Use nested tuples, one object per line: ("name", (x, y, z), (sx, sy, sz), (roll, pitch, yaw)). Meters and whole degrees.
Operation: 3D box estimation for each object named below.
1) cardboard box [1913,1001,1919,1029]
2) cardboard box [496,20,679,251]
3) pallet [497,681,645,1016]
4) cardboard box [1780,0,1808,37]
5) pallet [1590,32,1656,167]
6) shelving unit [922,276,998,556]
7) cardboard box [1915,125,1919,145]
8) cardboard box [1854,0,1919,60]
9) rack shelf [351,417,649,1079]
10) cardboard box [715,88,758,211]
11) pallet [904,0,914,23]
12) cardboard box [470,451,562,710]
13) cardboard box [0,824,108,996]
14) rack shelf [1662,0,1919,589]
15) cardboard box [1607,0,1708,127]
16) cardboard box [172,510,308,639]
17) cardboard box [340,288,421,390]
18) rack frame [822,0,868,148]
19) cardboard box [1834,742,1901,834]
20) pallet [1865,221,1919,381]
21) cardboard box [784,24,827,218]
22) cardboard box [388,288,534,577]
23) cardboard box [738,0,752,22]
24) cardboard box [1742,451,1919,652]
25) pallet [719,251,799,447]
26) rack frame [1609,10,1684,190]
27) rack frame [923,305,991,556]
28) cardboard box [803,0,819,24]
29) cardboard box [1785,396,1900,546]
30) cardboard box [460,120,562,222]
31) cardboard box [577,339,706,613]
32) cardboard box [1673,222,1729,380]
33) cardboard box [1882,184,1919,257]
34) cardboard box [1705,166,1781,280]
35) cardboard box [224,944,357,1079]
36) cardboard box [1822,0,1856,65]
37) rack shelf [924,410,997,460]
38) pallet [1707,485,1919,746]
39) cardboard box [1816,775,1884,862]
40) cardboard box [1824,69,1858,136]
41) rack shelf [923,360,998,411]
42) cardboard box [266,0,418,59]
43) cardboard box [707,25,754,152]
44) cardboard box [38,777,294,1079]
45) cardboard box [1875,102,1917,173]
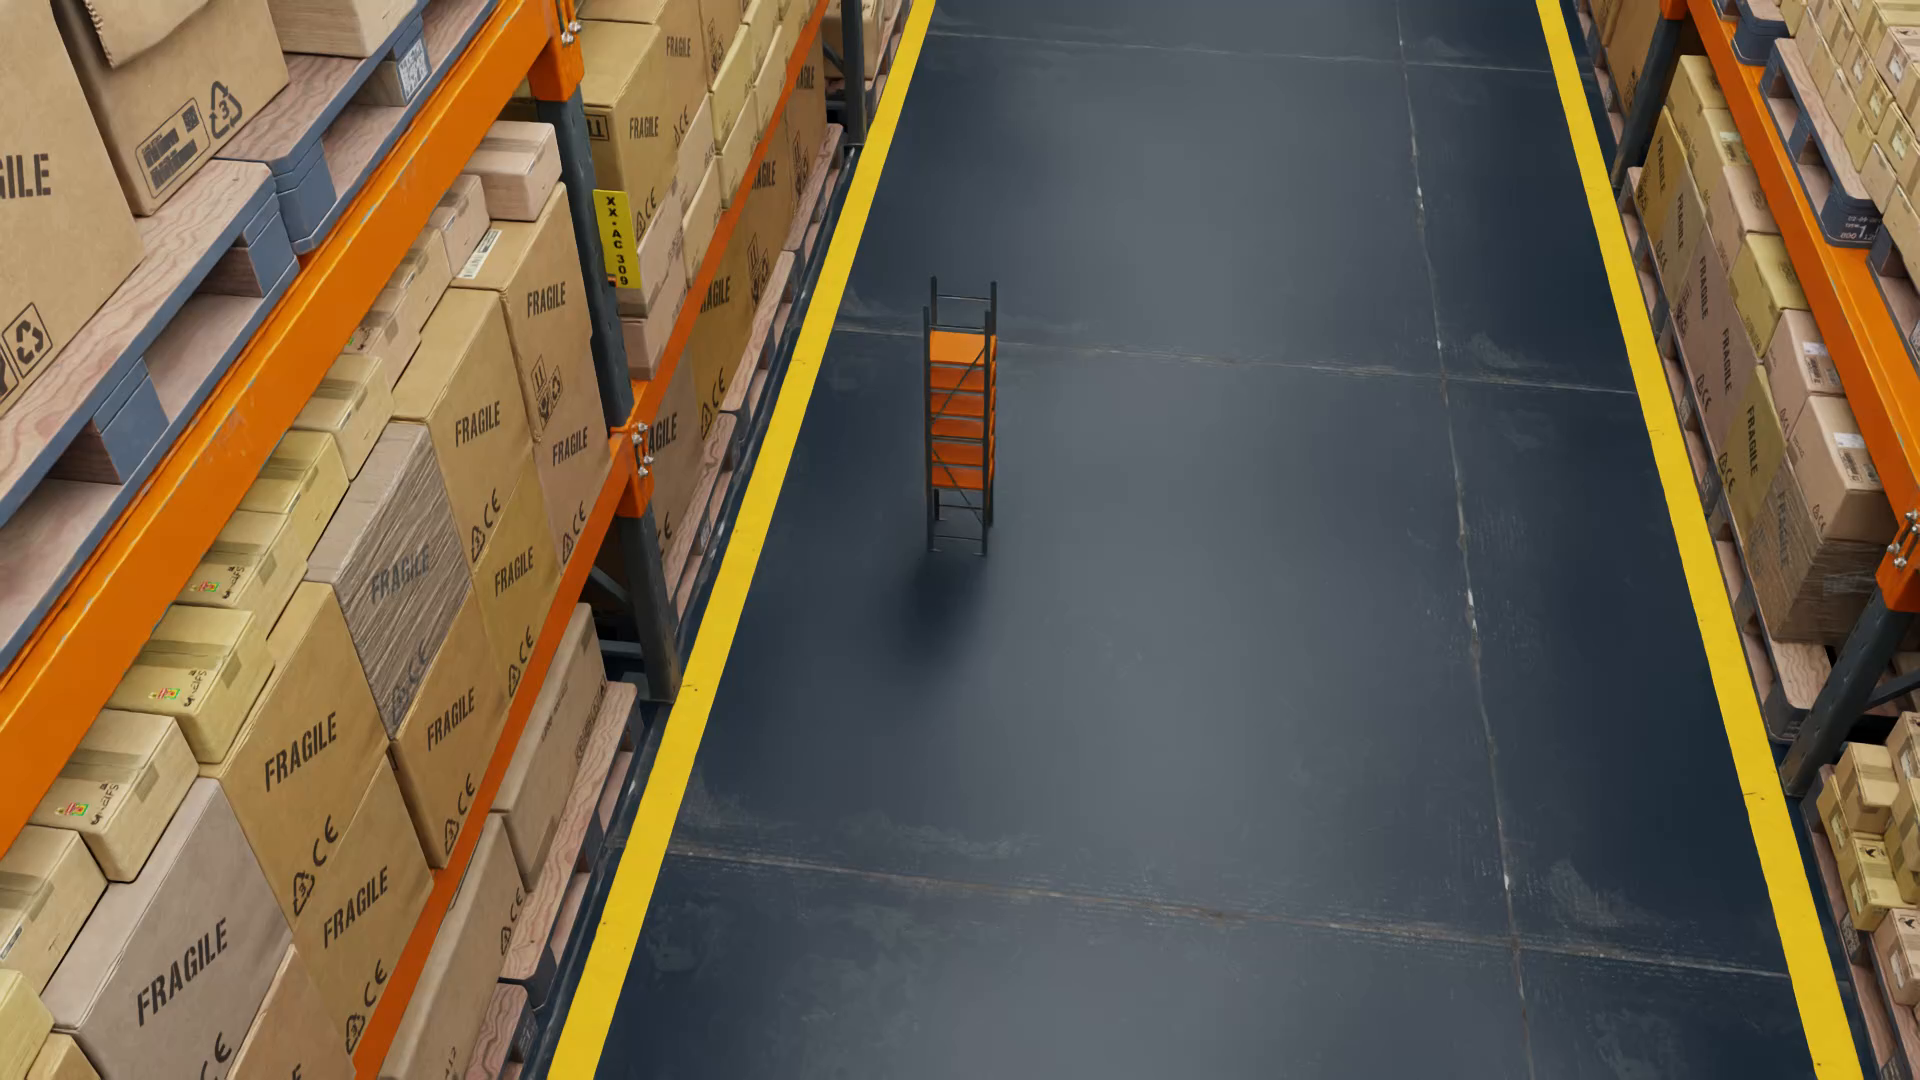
("cardboard box", (3.016, 1.446, 4.809), (0.380, 0.149, 0.250), (4, 44, 5))
("cardboard box", (-1.193, -1.243, 5.081), (0.500, 0.500, 0.500), (6, 44, 6))
("pallet", (-1.715, 0.954, 5.589), (1.003, 0.211, 1.213), (5, 44, 6))
("cardboard box", (3.548, -2.138, 6.704), (0.380, 0.149, 0.250), (7, 44, 7))
("pallet", (4.091, -2.432, 9.165), (1.003, 0.211, 1.213), (5, 44, 6))
("shelving unit", (0.002, -0.446, 6.348), (0.258, 1.200, 0.189), (5, 44, 6))
("cardboard box", (3.348, -1.295, 5.381), (0.380, 0.149, 0.250), (5, 44, 5))
("cardboard box", (3.450, -1.829, 5.944), (0.380, 0.149, 0.250), (5, 44, 5))
("rack shelf", (-1.801, 1.055, 3.978), (1.077, 0.370, 4.000), (5, 44, 6))
("cardboard box", (-1.066, -1.492, 6.253), (0.500, 0.250, 0.500), (5, 44, 5))
("pallet", (-0.739, -3.645, 10.446), (1.003, 0.211, 1.213), (5, 44, 6))
("cardboard box", (-1.407, 0.085, 4.406), (0.500, 0.500, 0.500), (4, 44, 4))
("cardboard box", (-1.633, 0.588, 2.675), (0.380, 0.149, 0.250), (6, 44, 6))
("rack shelf", (3.648, -1.290, 6.454), (1.077, 0.370, 4.000), (5, 44, 6))
("cardboard box", (4.082, -2.657, 8.705), (1.050, 0.750, 0.750), (5, 44, 5))
("cardboard box", (-1.511, 0.069, 3.224), (0.380, 0.149, 0.250), (5, 44, 6))
("cardboard box", (-1.463, -0.453, 3.775), (0.380, 0.149, 0.250), (5, 44, 5))
("rack frame", (-1.008, -3.296, 8.049), (1.000, 3.000, 0.127), (5, 44, 6))
("cardboard box", (3.018, 0.804, 5.271), (0.380, 0.149, 0.250), (7, 44, 7))
("pallet", (3.629, -0.626, 5.369), (1.003, 0.211, 1.213), (5, 44, 6))
("cardboard box", (-1.181, -2.213, 8.146), (0.875, 0.875, 0.875), (5, 44, 5))
("cardboard box", (-1.400, -0.277, 4.061), (0.500, 0.500, 0.500), (5, 44, 5))
("cardboard box", (-1.023, -2.286, 6.183), (0.500, 0.500, 0.500), (5, 44, 5))
("cardboard box", (3.231, 0.039, 6.039), (0.500, 0.500, 0.500), (4, 44, 5))
("pallet", (-1.350, -0.924, 7.572), (1.003, 0.211, 1.213), (5, 44, 6))
("rack frame", (3.912, -2.915, 7.646), (1.000, 3.000, 0.127), (5, 44, 6))
("rack frame", (-0.010, -0.383, 6.282), (0.240, 1.200, 0.006), (5, 44, 6))
("cardboard box", (-0.869, -2.523, 7.342), (0.500, 0.250, 0.500), (6, 44, 6))
("cardboard box", (3.231, -0.236, 5.785), (0.500, 0.250, 0.500), (4, 44, 4))
("cardboard box", (-1.262, -0.966, 4.316), (0.380, 0.149, 0.250), (4, 44, 5))
("cardboard box", (-1.534, -0.380, 6.210), (0.875, 0.875, 0.875), (6, 44, 7))
("cardboard box", (3.440, -1.007, 7.145), (0.500, 0.500, 0.500), (4, 44, 4))
("cardboard box", (3.342, -1.056, 5.561), (0.380, 0.149, 0.250), (3, 44, 3))
("cardboard box", (3.436, -1.302, 6.911), (0.500, 0.250, 0.500), (6, 44, 6))
("cardboard box", (-1.593, 1.127, 3.305), (0.500, 0.500, 0.500), (5, 44, 5))
("cardboard box", (3.480, -1.895, 6.230), (0.380, 0.149, 0.250), (5, 44, 5))
("rack shelf", (0.002, -0.413, 6.378), (0.258, 0.103, 0.180), (5, 44, 6))
("pallet", (3.485, 0.293, 6.287), (1.003, 0.211, 1.213), (5, 44, 6))
("cardboard box", (3.017, 0.913, 5.372), (0.380, 0.149, 0.250), (3, 44, 4))
("cardboard box", (3.444, -1.608, 6.144), (0.380, 0.149, 0.250), (4, 44, 4))
("rack shelf", (0.002, -0.588, 6.213), (0.258, 0.103, 0.180), (5, 44, 6))
("cardboard box", (-1.339, -1.112, 3.365), (0.380, 0.149, 0.250), (6, 44, 7))
("cardboard box", (-1.065, -1.670, 6.078), (0.500, 0.250, 0.500), (6, 44, 6))
("cardboard box", (-1.598, 0.752, 2.975), (0.500, 0.500, 0.500), (5, 44, 5))
("cardboard box", (3.377, -1.359, 5.665), (0.380, 0.149, 0.250), (3, 44, 3))
